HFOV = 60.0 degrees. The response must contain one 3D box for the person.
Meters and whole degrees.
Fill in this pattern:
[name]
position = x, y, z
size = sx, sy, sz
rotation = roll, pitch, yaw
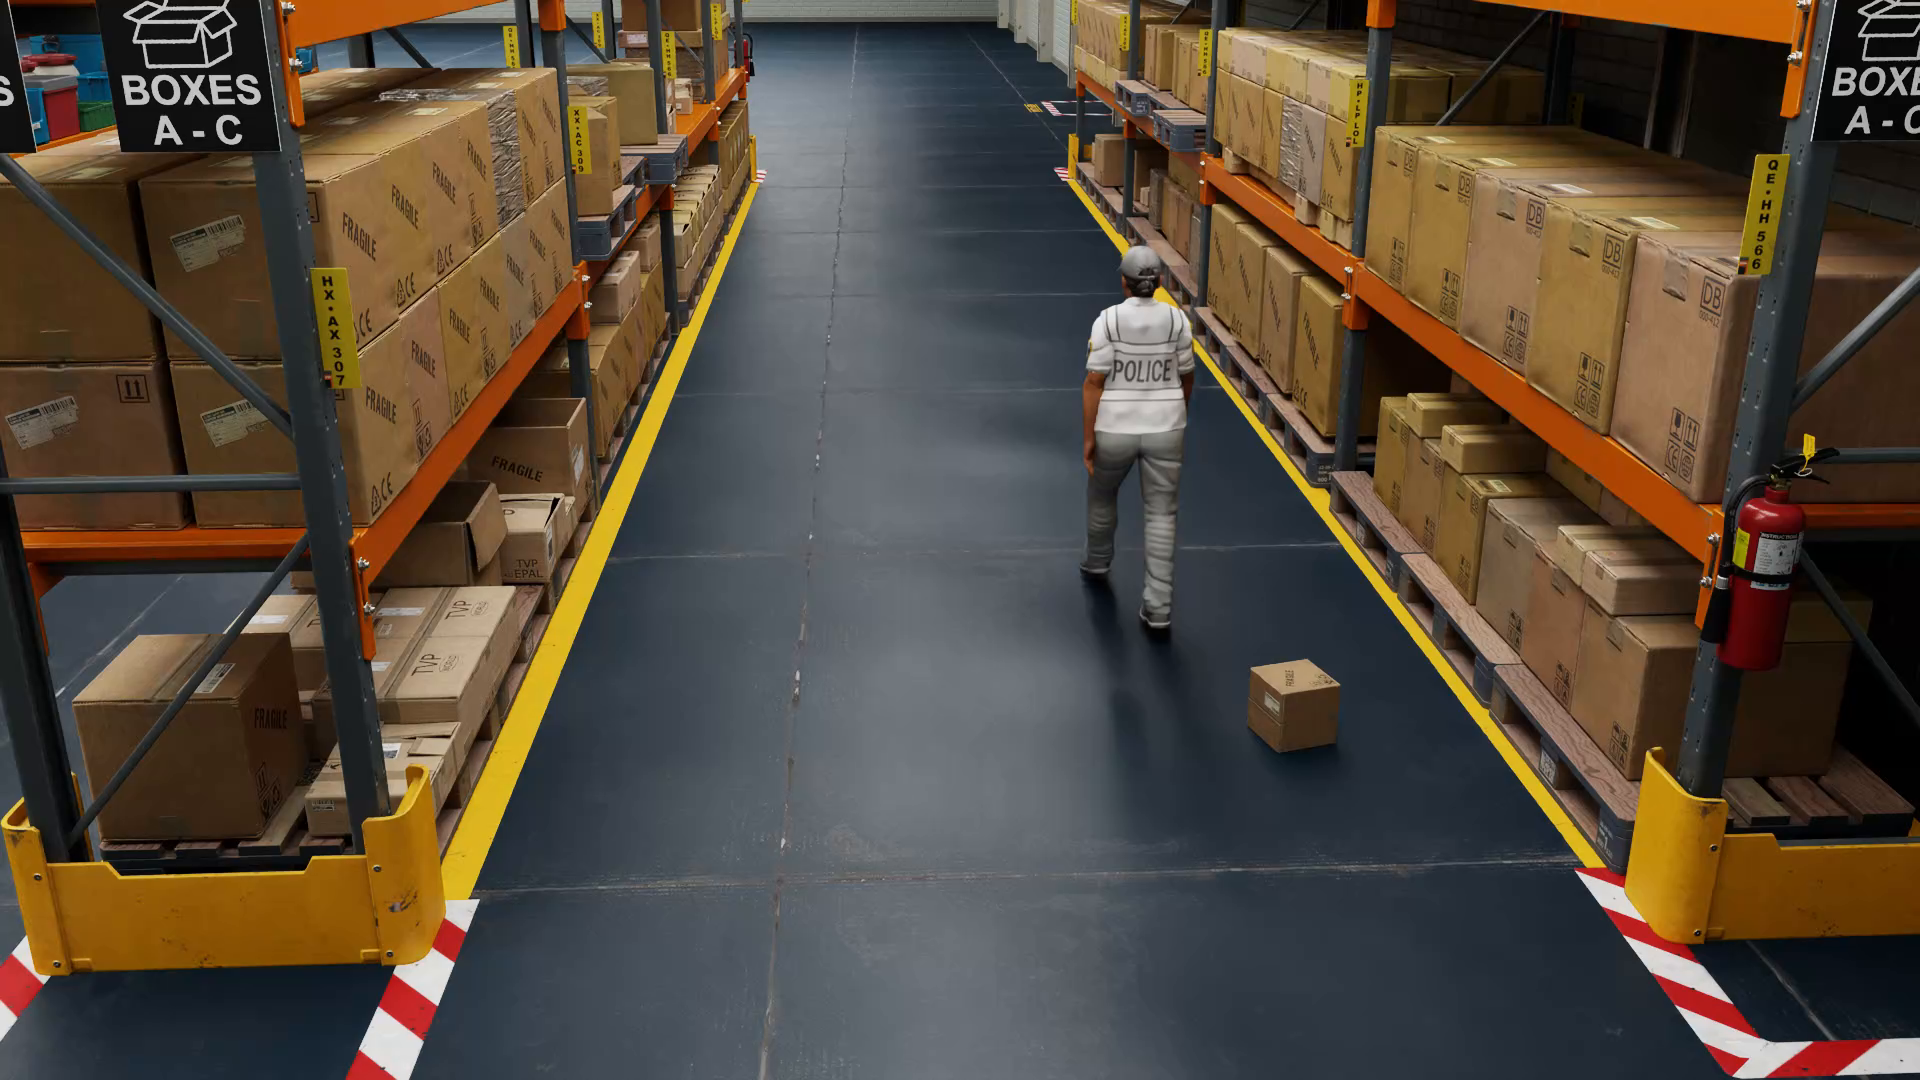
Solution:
[person]
position = 0.783, -0.485, 7.382
size = 0.501, 1.635, 0.967
rotation = 0, 21, 0
